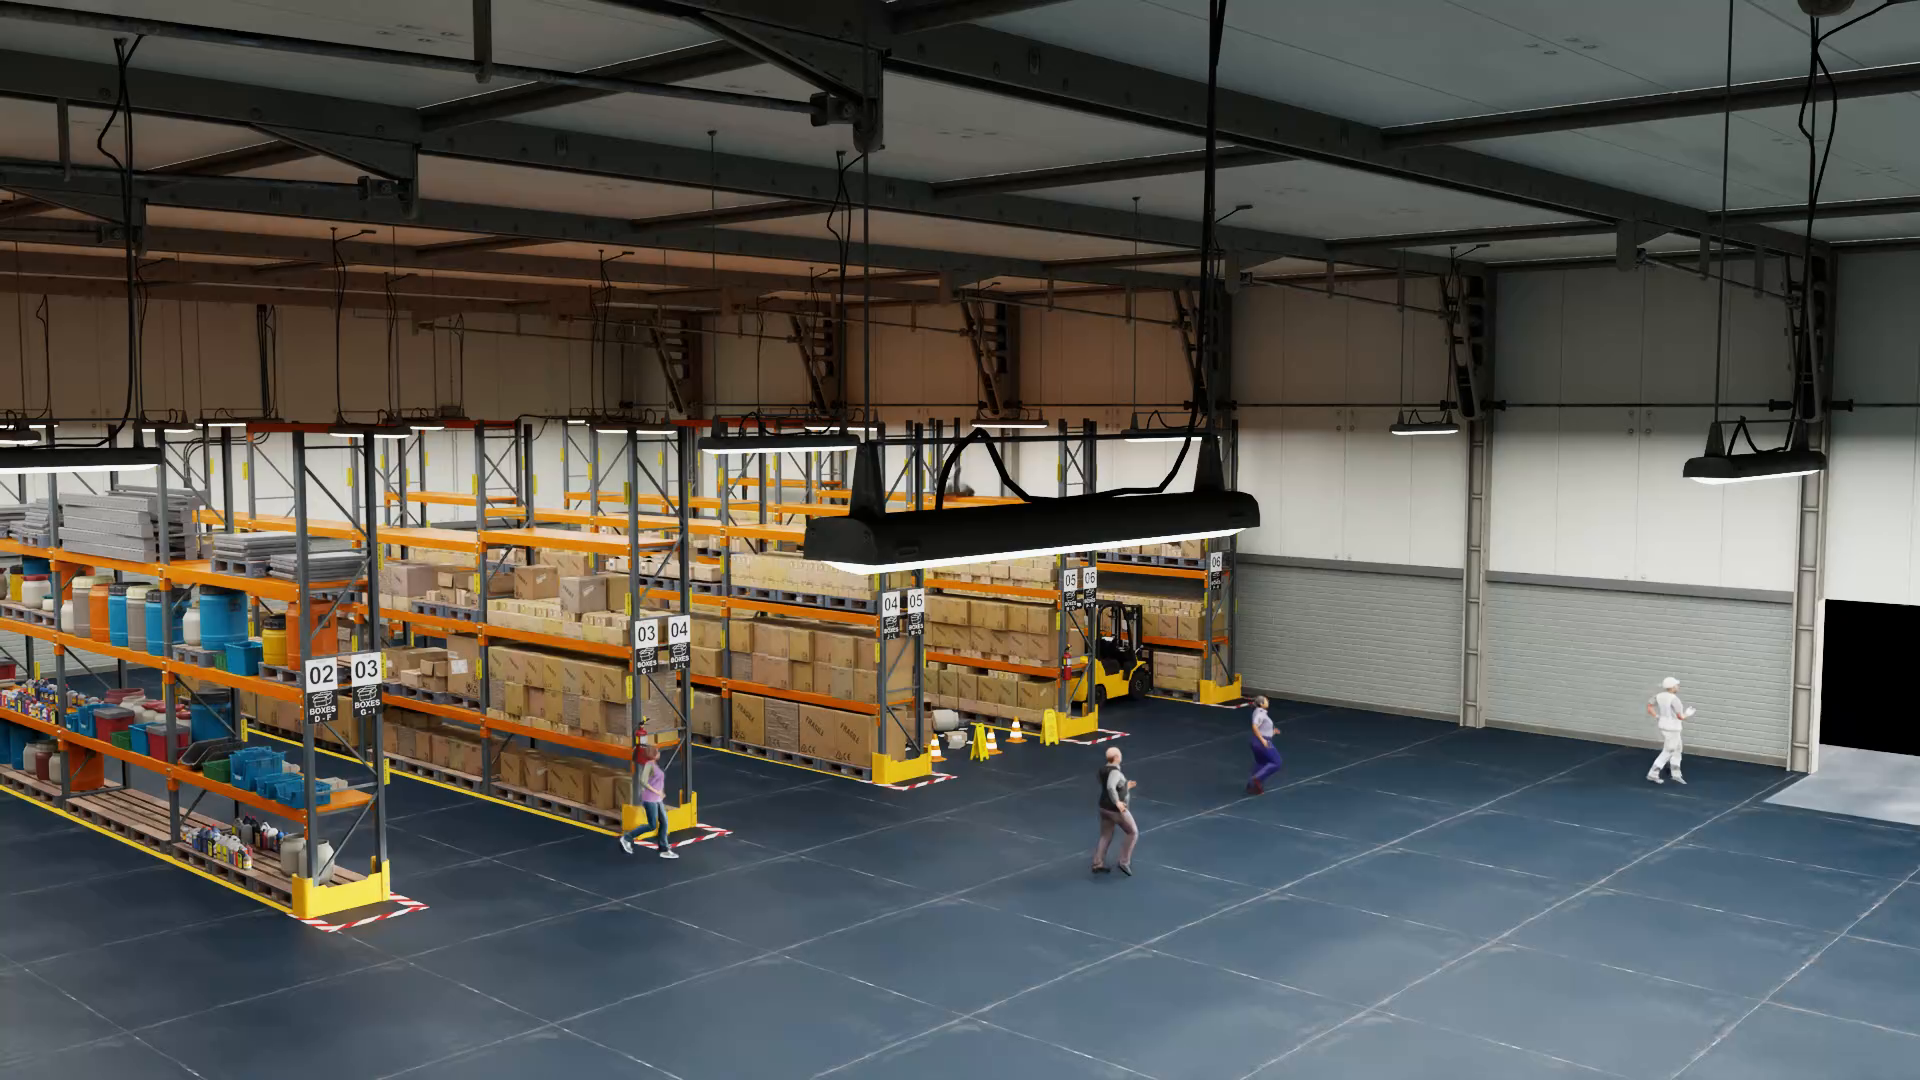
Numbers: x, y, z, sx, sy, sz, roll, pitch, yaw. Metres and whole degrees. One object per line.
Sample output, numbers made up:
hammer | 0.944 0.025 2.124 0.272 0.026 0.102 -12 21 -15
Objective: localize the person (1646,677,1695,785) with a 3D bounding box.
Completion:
person | 11.734 3.176 27.500 0.765 1.832 0.632 0 5 -3

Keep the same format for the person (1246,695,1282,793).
person | 4.948 3.323 26.987 0.564 1.594 0.587 0 5 -6

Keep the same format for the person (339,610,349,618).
person | -14.072 2.373 37.939 0.724 1.725 0.639 0 5 -3

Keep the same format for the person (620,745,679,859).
person | -4.313 3.649 23.280 0.813 1.551 0.601 0 5 2

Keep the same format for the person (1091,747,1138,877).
person | 2.078 3.653 22.281 0.699 1.763 0.638 -3 5 -29
